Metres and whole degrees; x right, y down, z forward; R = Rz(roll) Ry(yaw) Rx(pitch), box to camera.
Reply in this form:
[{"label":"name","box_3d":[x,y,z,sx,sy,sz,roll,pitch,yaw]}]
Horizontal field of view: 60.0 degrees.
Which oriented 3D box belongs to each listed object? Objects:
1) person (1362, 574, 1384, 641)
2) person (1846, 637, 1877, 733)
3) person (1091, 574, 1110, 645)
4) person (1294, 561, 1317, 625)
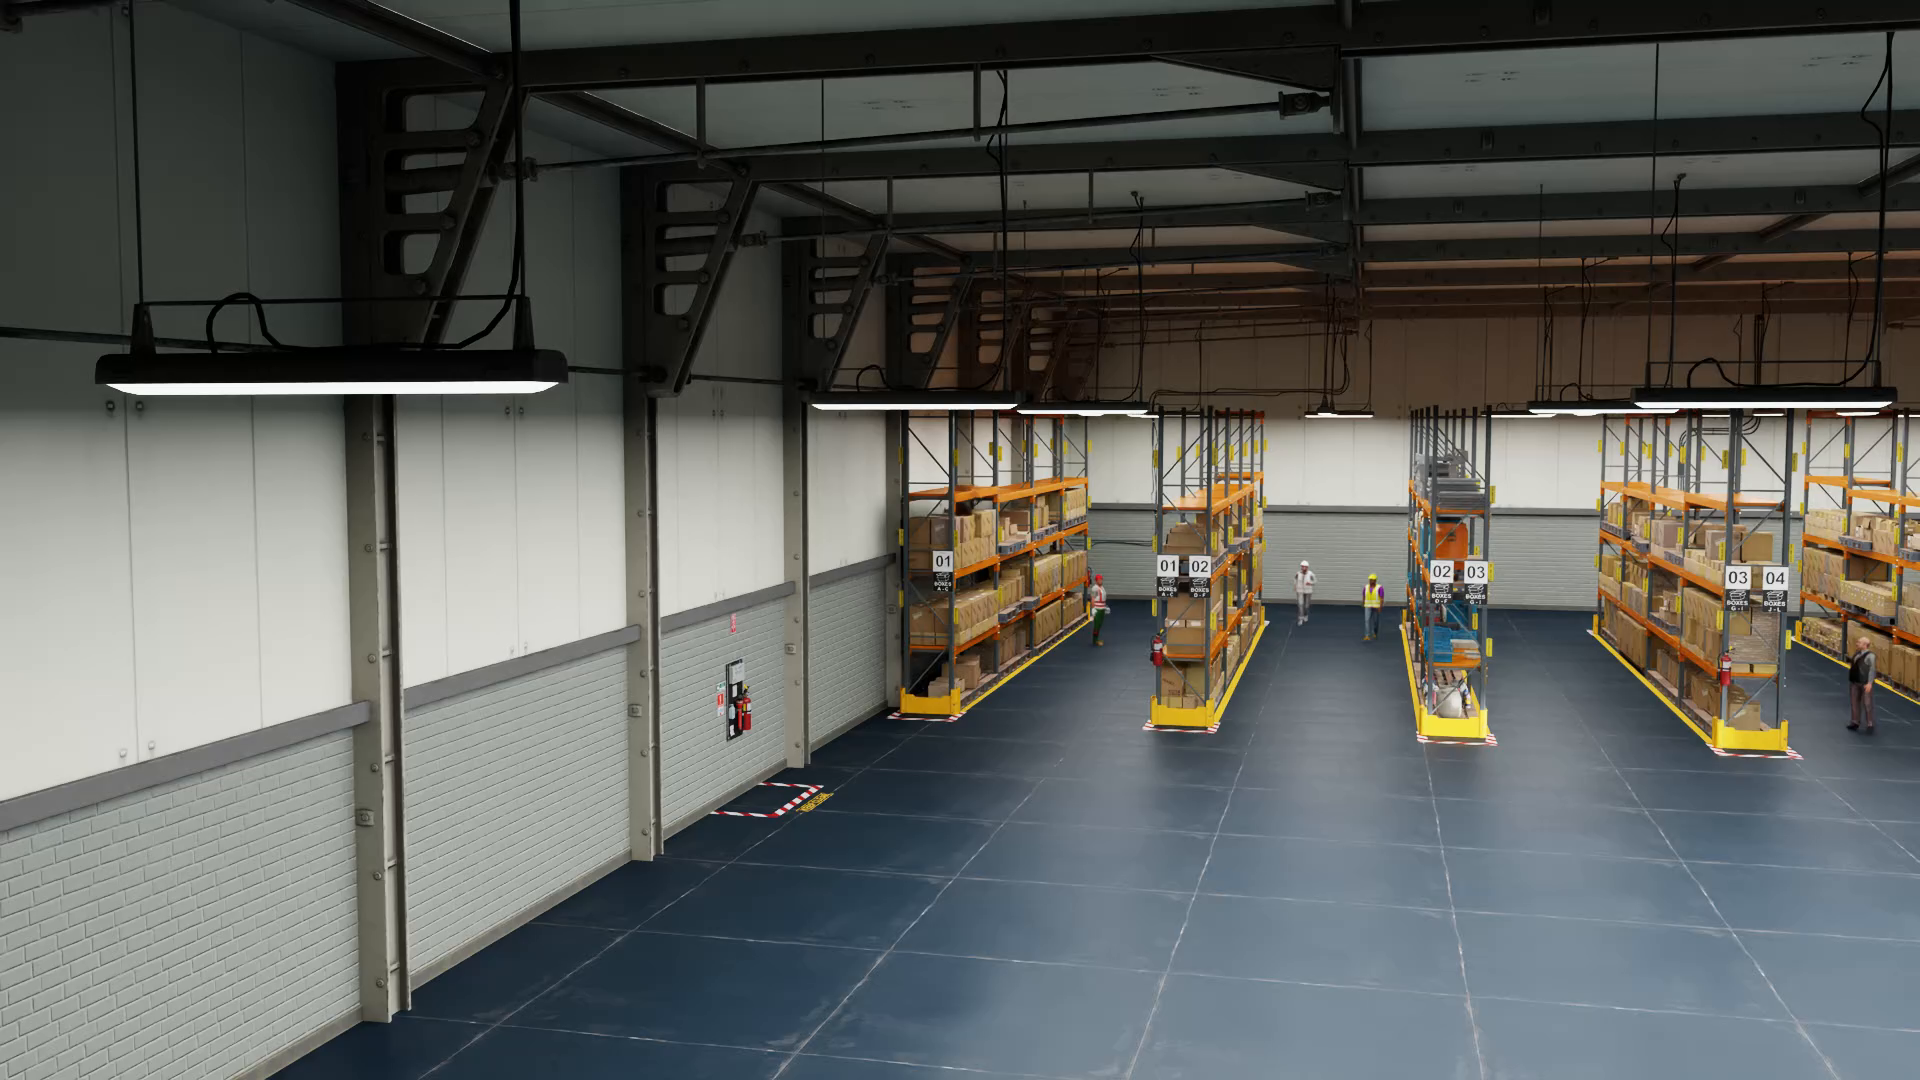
[{"label":"person","box_3d":[10.715,1.746,43.192,0.570,1.714,1.039,1,4,19]},{"label":"person","box_3d":[16.675,2.672,30.716,0.383,1.754,0.558,-2,5,-27]},{"label":"person","box_3d":[3.569,1.778,42.599,0.402,1.807,0.635,2,5,31]},{"label":"person","box_3d":[9.654,1.463,46.678,0.565,1.747,0.995,1,4,11]}]
